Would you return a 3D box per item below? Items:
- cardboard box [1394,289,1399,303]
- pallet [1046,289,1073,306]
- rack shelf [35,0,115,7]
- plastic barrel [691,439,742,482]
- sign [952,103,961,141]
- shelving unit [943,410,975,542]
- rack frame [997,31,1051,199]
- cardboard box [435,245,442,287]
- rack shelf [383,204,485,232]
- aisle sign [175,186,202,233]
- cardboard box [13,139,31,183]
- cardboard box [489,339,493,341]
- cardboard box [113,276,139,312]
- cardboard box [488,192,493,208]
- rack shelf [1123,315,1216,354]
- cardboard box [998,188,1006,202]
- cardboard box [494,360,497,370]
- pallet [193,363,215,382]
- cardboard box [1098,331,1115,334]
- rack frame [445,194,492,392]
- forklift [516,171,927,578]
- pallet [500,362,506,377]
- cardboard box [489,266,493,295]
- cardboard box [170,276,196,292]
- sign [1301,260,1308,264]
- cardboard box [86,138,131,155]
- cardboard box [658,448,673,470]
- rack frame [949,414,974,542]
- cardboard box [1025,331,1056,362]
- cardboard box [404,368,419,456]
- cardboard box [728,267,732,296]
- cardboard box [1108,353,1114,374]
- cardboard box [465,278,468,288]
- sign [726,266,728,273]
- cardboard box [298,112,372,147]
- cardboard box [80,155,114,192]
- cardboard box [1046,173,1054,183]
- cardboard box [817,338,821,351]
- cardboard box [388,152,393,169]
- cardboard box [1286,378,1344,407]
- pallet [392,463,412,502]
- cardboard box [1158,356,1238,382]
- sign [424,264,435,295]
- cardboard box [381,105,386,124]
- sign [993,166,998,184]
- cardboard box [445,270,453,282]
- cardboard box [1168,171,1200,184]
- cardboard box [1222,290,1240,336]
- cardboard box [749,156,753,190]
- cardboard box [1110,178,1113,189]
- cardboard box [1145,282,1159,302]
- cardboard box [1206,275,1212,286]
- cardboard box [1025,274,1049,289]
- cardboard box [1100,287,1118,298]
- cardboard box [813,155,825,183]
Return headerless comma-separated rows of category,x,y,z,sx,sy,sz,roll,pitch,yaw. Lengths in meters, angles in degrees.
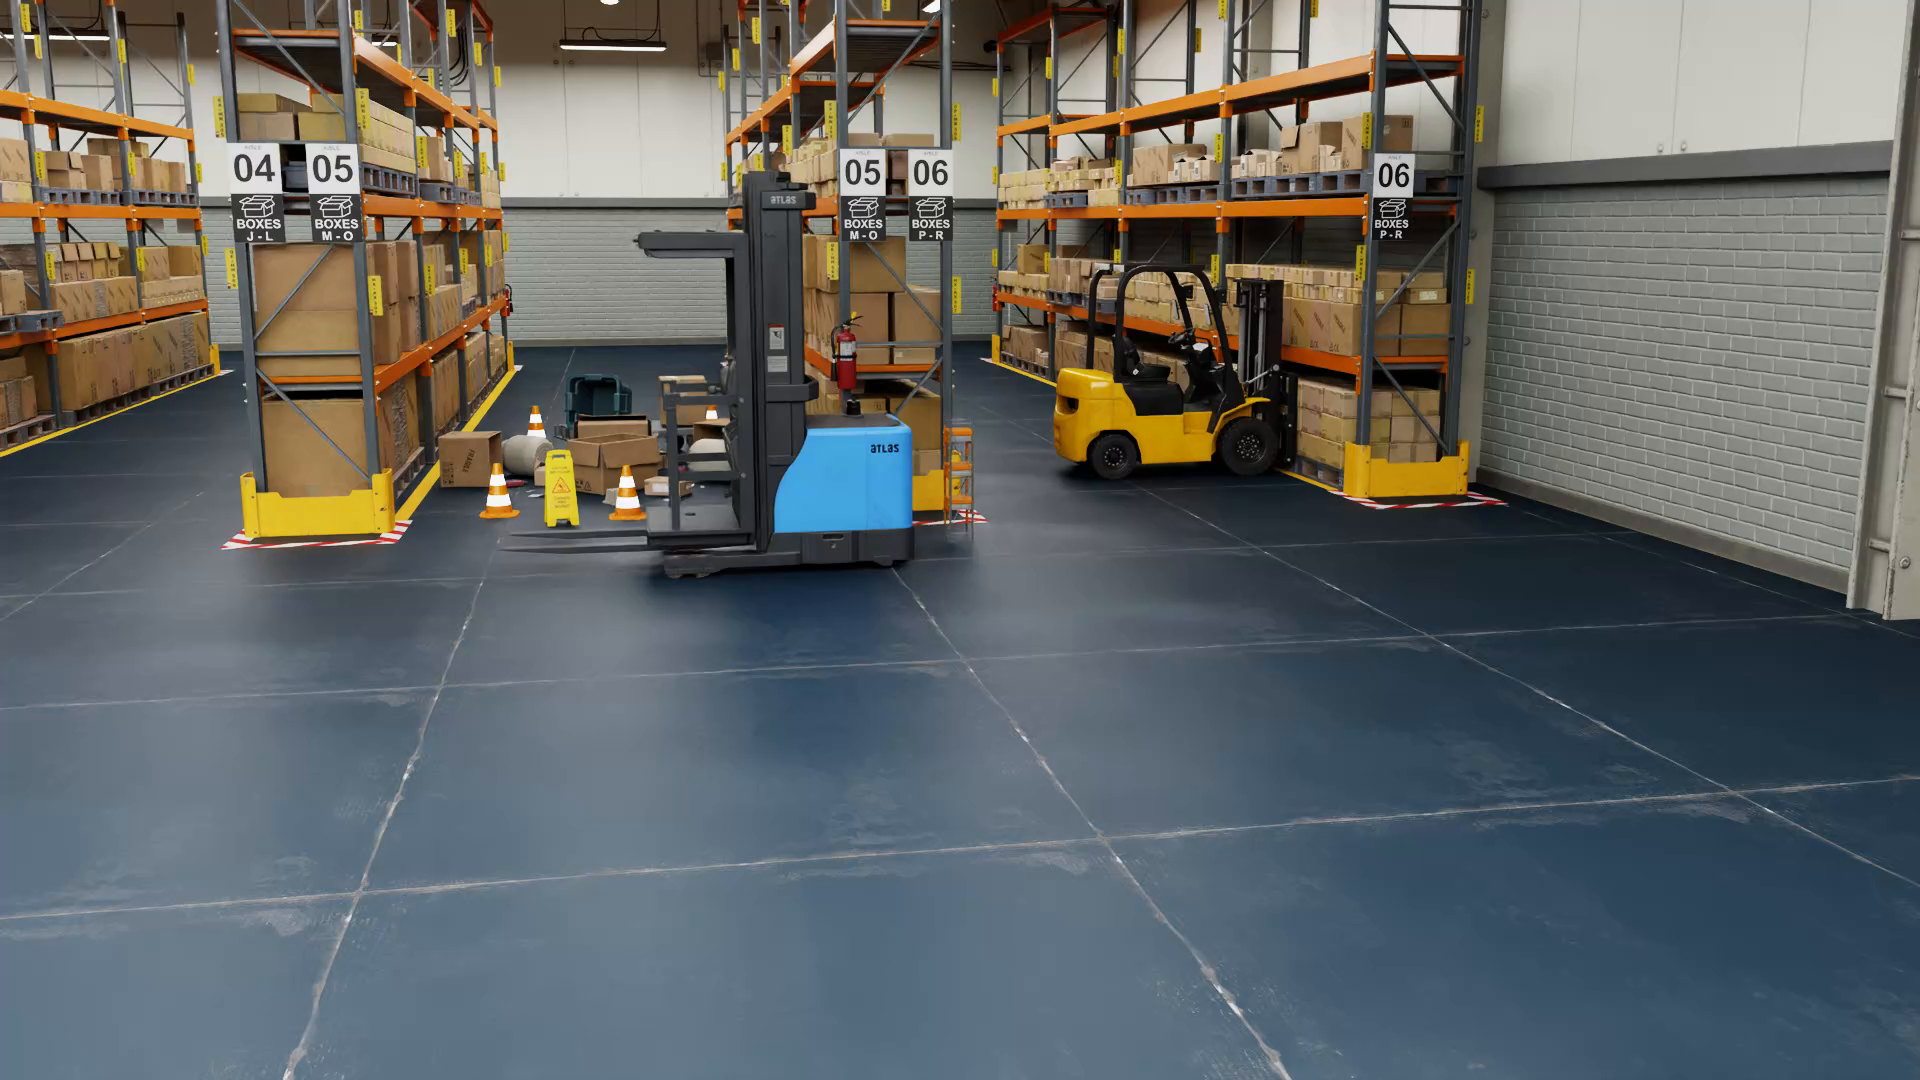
cardboard box,4.374,-2.411,16.341,0.380,0.149,0.250,-2,11,-11
pallet,2.011,-3.885,26.599,1.003,0.211,1.213,-2,11,-11
rack shelf,-12.238,-7.448,21.795,1.077,0.370,4.000,-2,11,-11
plastic barrel,-2.459,-0.806,16.799,0.512,0.421,0.421,6,12,28
sign,-0.040,-3.670,14.598,0.100,0.325,0.005,-2,11,-11
shelving unit,-0.010,-0.526,13.650,0.215,1.050,0.252,-2,11,-11
rack frame,1.184,-7.811,30.665,1.000,3.000,0.127,-2,11,-11
cardboard box,-6.787,-3.381,20.498,0.700,0.500,0.500,-2,11,-12
rack shelf,-7.353,-4.503,23.236,1.077,0.370,4.000,-2,11,-11
aisle sign,-13.124,-5.623,28.264,0.394,0.787,0.004,-2,11,-11
cardboard box,-11.511,-4.544,19.923,0.500,0.500,0.500,-2,11,-10
cardboard box,-7.963,-3.253,27.678,0.380,0.149,0.250,-3,11,-13
cardboard box,-12.268,-3.562,24.119,0.500,0.500,0.500,-2,11,-11
cardboard box,-7.761,-5.432,26.593,0.500,0.250,0.500,-2,11,-9
rack shelf,3.129,-2.676,21.657,1.077,0.370,4.000,-2,11,-11
cardboard box,1.002,-6.318,30.452,0.500,0.250,0.500,-2,11,-12
cardboard box,-7.790,-2.871,27.259,0.380,0.149,0.250,-2,11,-13
pallet,-13.172,-2.808,27.886,1.003,0.211,1.213,-2,11,-11
cardboard box,2.429,-3.277,26.721,0.380,0.149,0.250,-2,11,-10
rack frame,-7.742,-3.750,25.377,1.000,3.000,0.127,-2,11,-11
forklift,-1.824,-1.268,12.521,3.031,2.935,1.130,-2,11,-11
pallet,-8.382,-2.950,28.629,1.003,0.211,1.213,-2,11,-11
cardboard box,-7.694,-4.136,26.340,0.500,0.500,0.500,-2,11,-11
cardboard box,-12.952,-4.222,27.462,0.500,0.250,0.500,-2,11,-12
sign,4.062,-3.147,19.682,0.100,0.325,0.005,-2,11,-11
cardboard box,-12.803,-5.907,25.025,0.500,0.250,0.500,-3,11,-15
cardboard box,-3.297,-0.911,17.772,0.396,0.266,0.258,9,14,38
rack frame,0.013,-0.503,13.532,0.200,1.050,0.008,-2,11,-11
cardboard box,1.540,-3.378,28.982,0.700,0.500,0.500,-3,11,-13
cardboard box,-6.132,-1.327,17.208,0.875,0.875,0.875,-2,11,-10
cardboard box,-3.872,-4.633,29.748,0.500,0.500,0.500,-2,11,-11
cardboard box,2.447,-2.444,24.078,0.500,0.500,0.500,-2,11,-9
cardboard box,-7.169,-3.627,23.483,0.380,0.149,0.250,-2,11,-9
sign,-4.863,-5.858,35.728,0.327,0.218,0.001,-2,11,-11
cardboard box,-5.250,-3.448,13.985,0.500,0.250,0.500,-2,11,-11
cardboard box,-12.504,-5.211,23.640,0.700,0.500,0.500,-2,11,-10
cardboard box,1.590,-5.811,26.667,0.380,0.149,0.250,-2,11,-9
cardboard box,-1.287,-2.008,16.898,0.380,0.149,0.250,-2,11,-11
cardboard box,-5.456,-3.507,15.361,0.380,0.149,0.250,-2,11,-10
cardboard box,3.688,-1.534,17.292,0.500,0.250,0.500,-2,11,-10
pallet,-5.874,-0.546,16.003,1.003,0.211,1.213,-2,11,-11
cardboard box,3.114,-2.078,21.820,0.875,0.625,0.625,-3,11,-13
sign,-5.642,-2.767,17.687,0.100,0.325,0.005,-2,11,-11
cardboard box,-5.407,-3.852,15.041,0.380,0.149,0.250,-2,11,-12
sign,0.652,-6.747,30.760,0.100,0.325,0.005,-2,11,-11
cardboard box,-6.864,-3.484,21.937,0.380,0.149,0.250,-2,11,-11
cardboard box,2.856,-4.600,21.102,0.380,0.149,0.250,-2,11,-12
cardboard box,3.348,-2.621,19.176,0.500,0.500,0.500,-2,11,-13
cardboard box,-2.755,-5.257,23.879,0.500,0.500,0.500,-2,11,-10
cardboard box,2.378,-5.146,24.021,0.380,0.149,0.250,-2,11,-10
cardboard box,2.767,-3.289,22.020,0.500,0.250,0.500,-2,11,-12
cardboard box,3.166,-3.132,20.125,0.380,0.149,0.250,-2,11,-12
cardboard box,1.428,-4.470,28.765,0.500,0.250,0.500,-2,11,-11
cardboard box,2.236,-3.586,24.061,0.380,0.149,0.250,-2,11,-10
cardboard box,-1.138,-3.565,15.988,0.500,0.250,0.500,-2,11,-9
